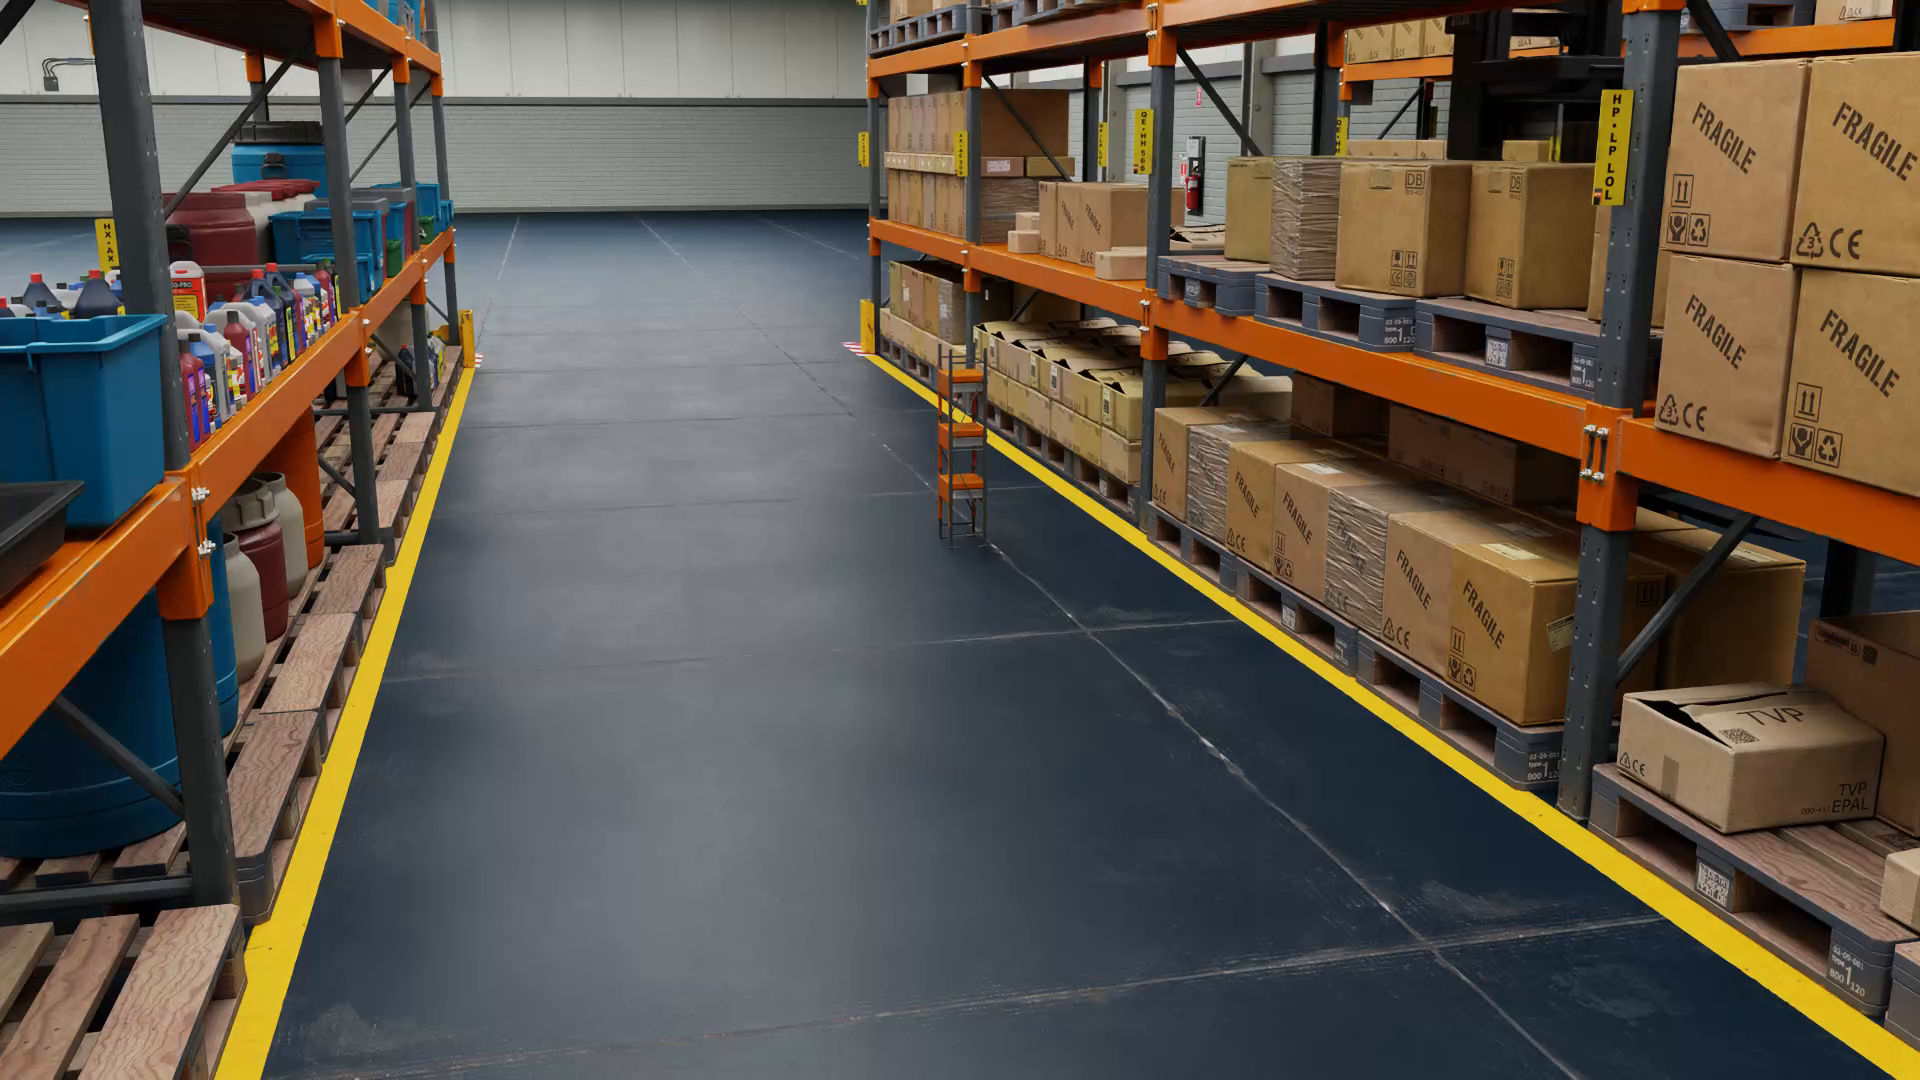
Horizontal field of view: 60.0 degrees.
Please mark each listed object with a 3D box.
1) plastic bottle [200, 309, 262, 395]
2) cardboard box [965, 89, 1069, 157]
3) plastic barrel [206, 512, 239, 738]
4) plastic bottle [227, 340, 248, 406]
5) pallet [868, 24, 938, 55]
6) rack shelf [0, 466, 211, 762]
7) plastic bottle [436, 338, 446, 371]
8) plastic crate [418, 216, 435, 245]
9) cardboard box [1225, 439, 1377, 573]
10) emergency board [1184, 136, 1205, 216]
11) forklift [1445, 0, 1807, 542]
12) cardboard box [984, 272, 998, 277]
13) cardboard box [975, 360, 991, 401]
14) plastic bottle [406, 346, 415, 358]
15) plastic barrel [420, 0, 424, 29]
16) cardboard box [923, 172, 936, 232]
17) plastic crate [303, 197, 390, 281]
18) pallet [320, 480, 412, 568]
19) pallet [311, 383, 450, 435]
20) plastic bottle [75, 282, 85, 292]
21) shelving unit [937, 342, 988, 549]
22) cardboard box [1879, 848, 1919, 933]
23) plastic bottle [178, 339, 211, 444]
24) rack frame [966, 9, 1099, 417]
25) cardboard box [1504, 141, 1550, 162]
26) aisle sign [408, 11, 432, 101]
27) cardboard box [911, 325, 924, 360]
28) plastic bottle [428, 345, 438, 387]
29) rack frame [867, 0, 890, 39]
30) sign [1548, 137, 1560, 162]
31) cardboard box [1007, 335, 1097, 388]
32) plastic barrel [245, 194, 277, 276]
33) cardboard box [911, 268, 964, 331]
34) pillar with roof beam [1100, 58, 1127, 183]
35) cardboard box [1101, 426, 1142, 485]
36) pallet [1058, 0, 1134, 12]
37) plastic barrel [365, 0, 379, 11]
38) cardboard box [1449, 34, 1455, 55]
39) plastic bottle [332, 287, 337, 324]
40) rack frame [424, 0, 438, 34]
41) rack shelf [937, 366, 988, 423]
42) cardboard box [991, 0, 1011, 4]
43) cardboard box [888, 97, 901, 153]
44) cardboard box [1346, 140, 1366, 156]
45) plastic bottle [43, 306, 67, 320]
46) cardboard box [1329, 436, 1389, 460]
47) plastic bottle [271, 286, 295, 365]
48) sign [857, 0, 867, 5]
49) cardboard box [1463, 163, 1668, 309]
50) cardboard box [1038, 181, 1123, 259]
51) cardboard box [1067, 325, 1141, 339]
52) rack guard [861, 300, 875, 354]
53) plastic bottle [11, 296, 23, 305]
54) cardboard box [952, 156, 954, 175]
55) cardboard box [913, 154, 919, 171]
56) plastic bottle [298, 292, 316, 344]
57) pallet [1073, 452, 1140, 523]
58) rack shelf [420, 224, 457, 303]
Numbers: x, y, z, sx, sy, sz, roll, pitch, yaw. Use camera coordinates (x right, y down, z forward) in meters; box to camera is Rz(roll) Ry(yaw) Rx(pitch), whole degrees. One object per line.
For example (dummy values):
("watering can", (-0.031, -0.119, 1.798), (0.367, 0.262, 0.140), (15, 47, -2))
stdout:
("plastic bottle", (-2.348, -0.608, 5.356), (0.152, 0.276, 0.135), (-3, 14, -13))
("cardboard box", (0.435, -3.228, 12.876), (0.700, 0.500, 0.500), (-3, 14, -13))
("plastic barrel", (-2.669, 0.199, 5.329), (0.600, 0.901, 0.708), (-3, 14, -13))
("plastic bottle", (-2.262, -0.516, 5.136), (0.097, 0.201, 0.097), (0, 14, 0))
("pallet", (-0.253, -4.620, 15.382), (1.003, 0.211, 1.213), (-3, 14, -13))
("rack shelf", (-1.922, 0.484, 2.140), (1.077, 0.370, 4.000), (-3, 14, -13))
("plastic bottle", (-4.320, -1.527, 13.667), (0.152, 0.276, 0.135), (-3, 14, -13))
("plastic crate", (-4.315, -2.398, 12.869), (0.450, 0.188, 0.662), (-3, 14, -13))
("cardboard box", (1.555, -0.167, 7.629), (0.500, 0.500, 0.500), (-3, 14, -14))
("emergency board", (3.473, -5.490, 25.079), (0.194, 1.169, 0.643), (-3, 14, -13))
("forklift", (3.351, -1.535, 9.034), (1.130, 2.935, 3.031), (-4, 14, -15))
("cardboard box", (0.506, -2.035, 14.265), (0.500, 0.500, 0.500), (-3, 14, -13))
("cardboard box", (0.399, -1.209, 12.463), (0.500, 0.250, 0.500), (-4, 14, -15))
("plastic bottle", (-4.339, -1.400, 13.148), (0.152, 0.276, 0.135), (-3, 14, -13))
("plastic barrel", (-4.972, -4.860, 14.388), (0.600, 0.830, 0.708), (-3, 14, -13))
("cardboard box", (0.069, -2.953, 14.484), (0.700, 0.500, 0.500), (-3, 14, -11))
("plastic crate", (-3.413, -1.670, 9.309), (0.402, 0.464, 0.583), (-3, 14, -13))
("pallet", (-3.475, -0.076, 8.792), (1.003, 0.211, 1.213), (-3, 14, -13))
("pallet", (-4.388, -0.975, 12.472), (1.003, 0.211, 1.213), (-3, 14, -13))
("plastic bottle", (-3.349, -0.850, 6.357), (0.097, 0.271, 0.097), (0, 14, 0))
("shelving unit", (0.013, -0.498, 8.752), (0.215, 1.050, 0.252), (-3, 14, -13))
("cardboard box", (2.525, 0.869, 4.094), (0.380, 0.166, 0.250), (-3, 14, -13))
("plastic bottle", (-2.094, -0.409, 4.527), (0.061, 0.283, 0.133), (-3, 14, -13))
("rack frame", (0.545, -2.447, 12.624), (1.000, 3.000, 0.127), (-3, 14, -13))
("cardboard box", (4.948, -3.117, 14.060), (0.500, 0.500, 0.500), (-3, 14, -13))
("aisle sign", (-4.938, -4.391, 15.102), (0.394, 0.787, 0.004), (-3, 14, -13))
("cardboard box", (-0.134, -1.756, 14.704), (0.500, 0.250, 0.500), (-3, 14, -13))
("plastic bottle", (-4.101, -1.352, 12.795), (0.144, 0.351, 0.185), (-4, 14, -16))
("rack frame", (-0.394, -6.284, 15.689), (1.000, 3.000, 0.127), (-3, 14, -13))
("sign", (4.834, -3.113, 13.524), (0.100, 0.325, 0.005), (-3, 14, -13))
("cardboard box", (0.635, -1.244, 11.425), (0.500, 0.311, 0.500), (-4, 14, -15))
("plastic barrel", (-3.780, -1.529, 8.630), (0.421, 0.512, 0.421), (0, 14, 0))
("cardboard box", (-0.135, -2.120, 14.614), (0.500, 0.500, 0.500), (-3, 14, -13))
("pillar with roof beam", (-1.578, -8.976, 26.708), (9.100, 9.000, 0.400), (-3, 14, -13))
("cardboard box", (1.124, -0.501, 9.565), (0.500, 0.250, 0.500), (-3, 14, -12))
("pallet", (1.238, -3.042, 9.134), (1.213, 0.211, 1.003), (-3, 14, -11))
("plastic barrel", (-3.633, -3.466, 9.416), (0.600, 0.901, 0.708), (-3, 14, -13))
("cardboard box", (4.727, -4.586, 14.803), (0.500, 0.500, 0.500), (-4, 14, -15))
("plastic bottle", (-2.812, -1.056, 7.346), (0.097, 0.201, 0.097), (0, 14, 0))
("rack frame", (-5.210, -6.009, 14.563), (1.000, 3.000, 0.127), (-3, 14, -13))
("rack shelf", (0.013, -0.763, 8.687), (0.215, 0.259, 0.240), (-3, 14, -13))
("cardboard box", (0.556, -4.389, 13.258), (0.500, 0.311, 0.500), (-4, 14, -16))
("cardboard box", (-0.285, -3.928, 15.742), (0.700, 0.500, 0.500), (-3, 14, -13))
("cardboard box", (4.240, -3.821, 16.942), (0.500, 0.500, 0.500), (-3, 14, -13))
("plastic bottle", (-2.972, -0.633, 5.470), (0.097, 0.271, 0.097), (0, 14, 0))
("cardboard box", (2.054, -0.202, 7.773), (0.500, 0.500, 0.500), (-4, 14, -15))
("plastic bottle", (-2.478, -0.786, 6.070), (0.061, 0.283, 0.133), (-3, 14, -13))
("sign", (-0.935, -5.261, 15.811), (0.100, 0.325, 0.005), (-3, 14, -13))
("cardboard box", (2.307, -1.131, 6.141), (0.700, 0.500, 0.500), (-1, 14, -4))
("cardboard box", (0.833, -2.196, 11.386), (0.500, 0.500, 0.500), (-2, 14, -9))
("cardboard box", (1.047, -1.391, 12.027), (0.500, 0.311, 0.500), (-3, 14, -12))
("rack guard", (-0.400, -2.161, 16.720), (1.175, 0.500, 0.348), (-3, 14, -13))
("plastic bottle", (-3.188, -0.679, 5.631), (0.061, 0.283, 0.133), (-3, 14, -13))
("cardboard box", (0.153, -2.979, 13.224), (0.380, 0.149, 0.250), (-4, 14, -15))
("cardboard box", (-0.207, -3.334, 14.677), (0.380, 0.149, 0.250), (-3, 14, -14))
("plastic bottle", (-2.644, -0.890, 6.669), (0.097, 0.201, 0.097), (0, 14, 0))
("pallet", (1.329, -0.362, 9.964), (1.003, 0.211, 1.213), (-3, 14, -13))
("rack shelf", (-4.740, -2.284, 13.471), (1.077, 0.370, 4.000), (-3, 14, -13))
